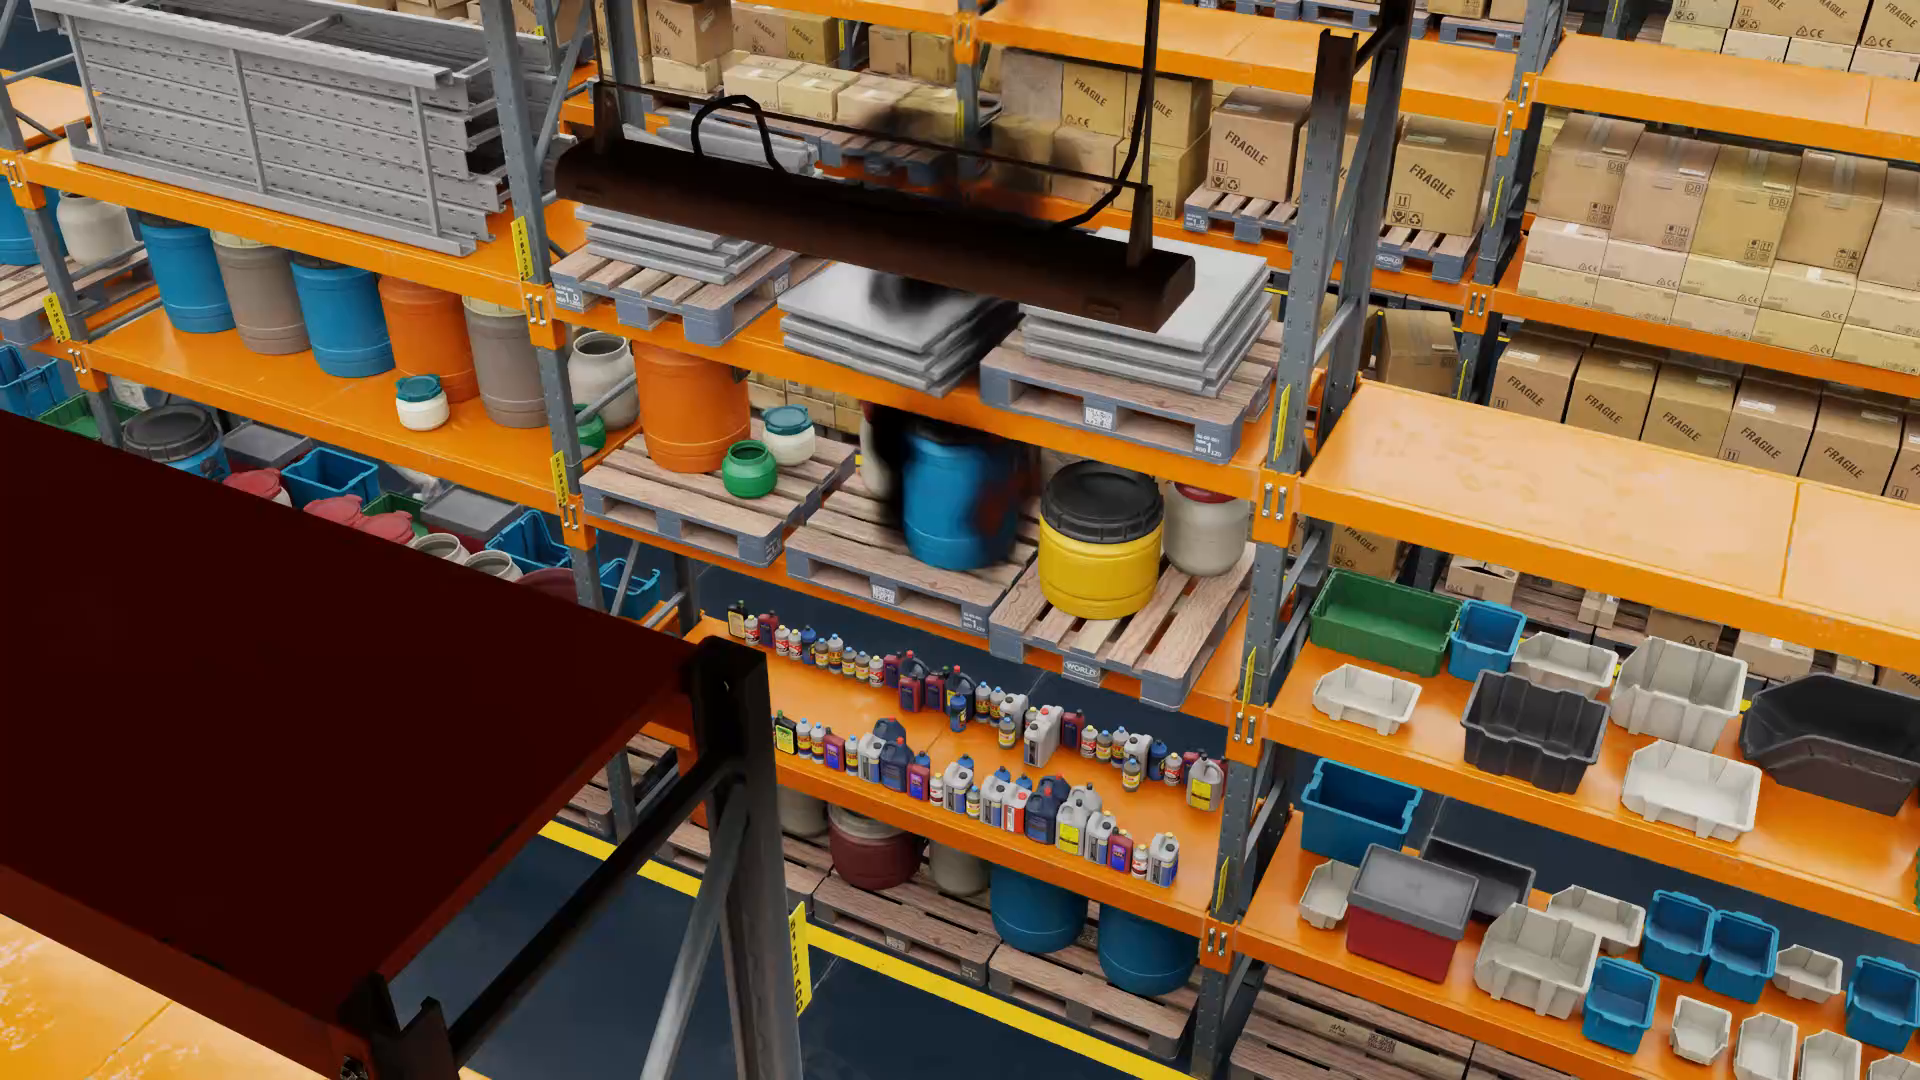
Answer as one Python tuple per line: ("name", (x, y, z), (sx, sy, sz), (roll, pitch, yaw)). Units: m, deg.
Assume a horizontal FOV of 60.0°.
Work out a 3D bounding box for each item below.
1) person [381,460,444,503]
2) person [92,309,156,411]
("person", (-4.655, -1.023, 13.900), (0.541, 1.626, 0.539), (13, 37, 17))
("person", (-7.184, -1.499, 14.401), (0.993, 1.769, 0.661), (14, 37, 19))
